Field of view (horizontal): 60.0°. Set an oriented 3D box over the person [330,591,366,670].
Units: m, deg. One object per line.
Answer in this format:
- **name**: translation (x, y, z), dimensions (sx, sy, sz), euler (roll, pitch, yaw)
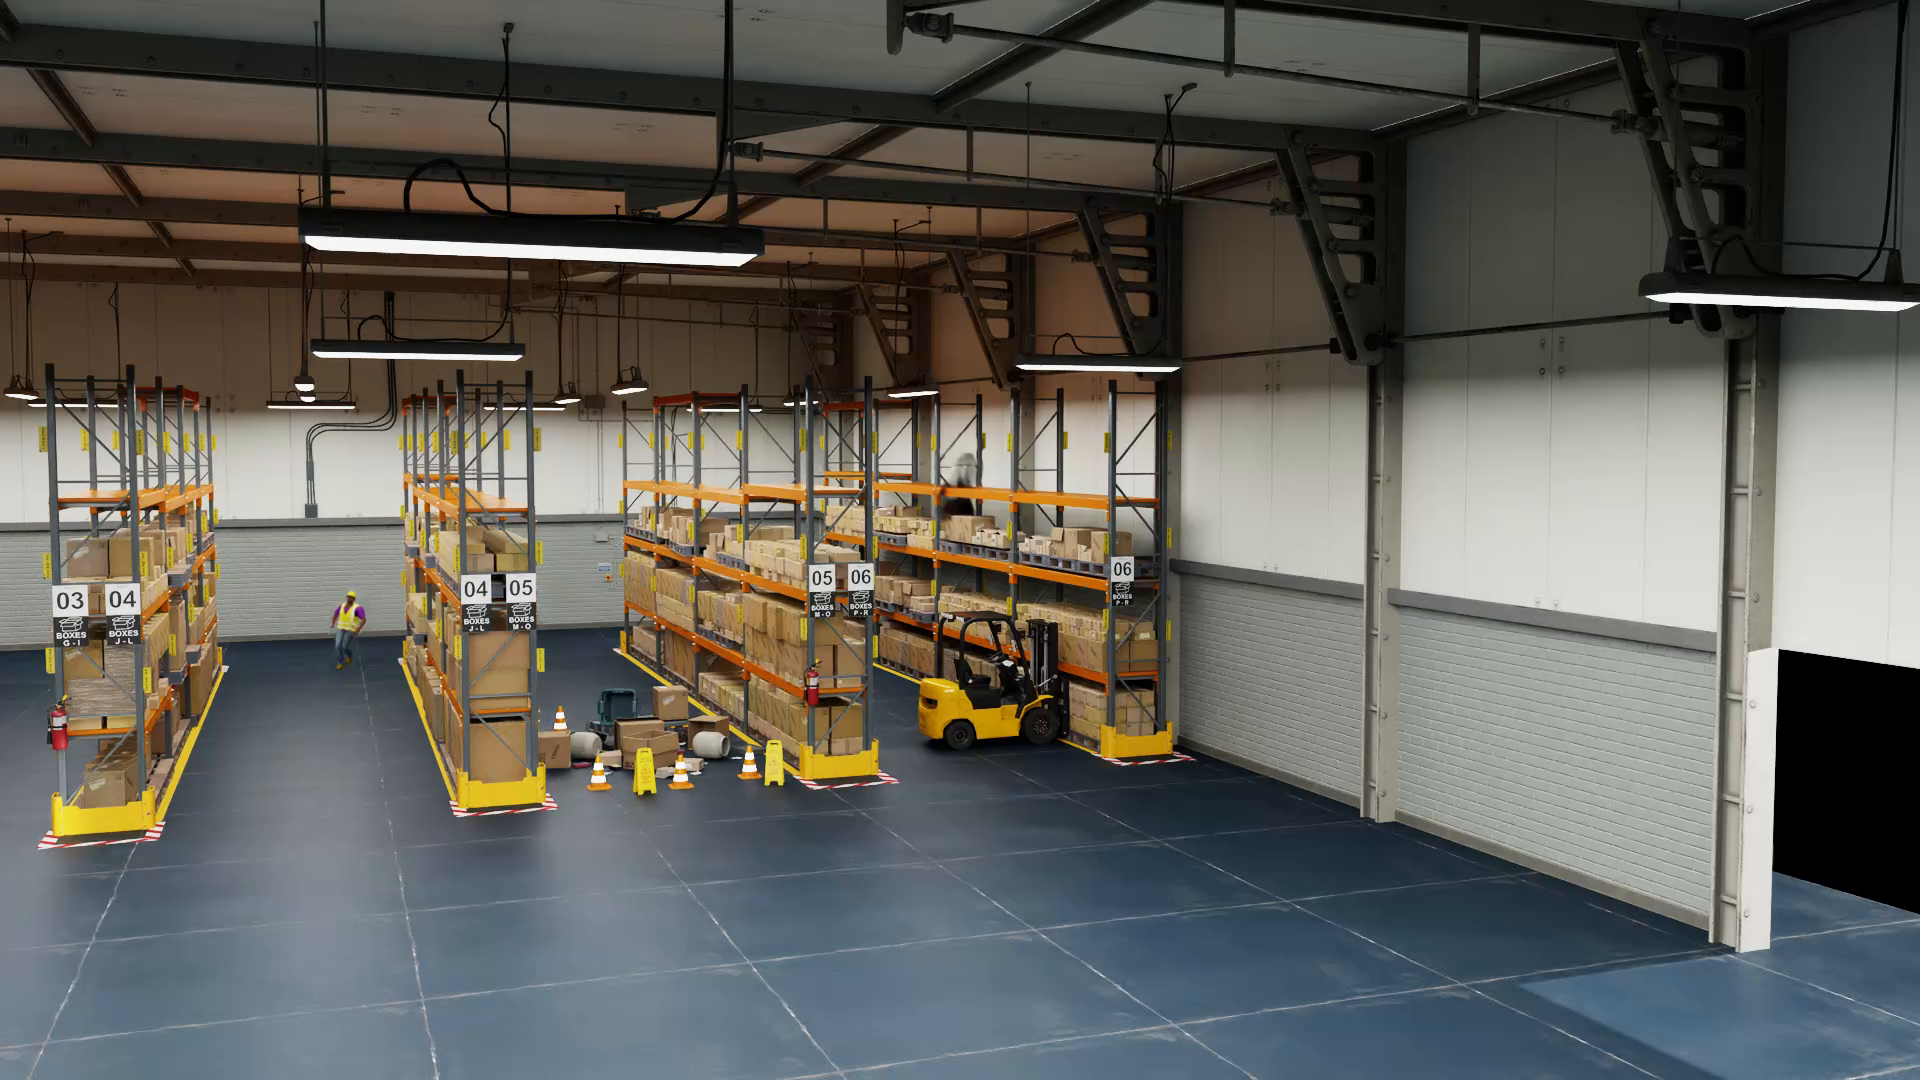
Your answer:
- **person**: translation (-13.603, 2.000, 36.898), dimensions (0.759, 1.716, 0.553), euler (0, 3, 8)
